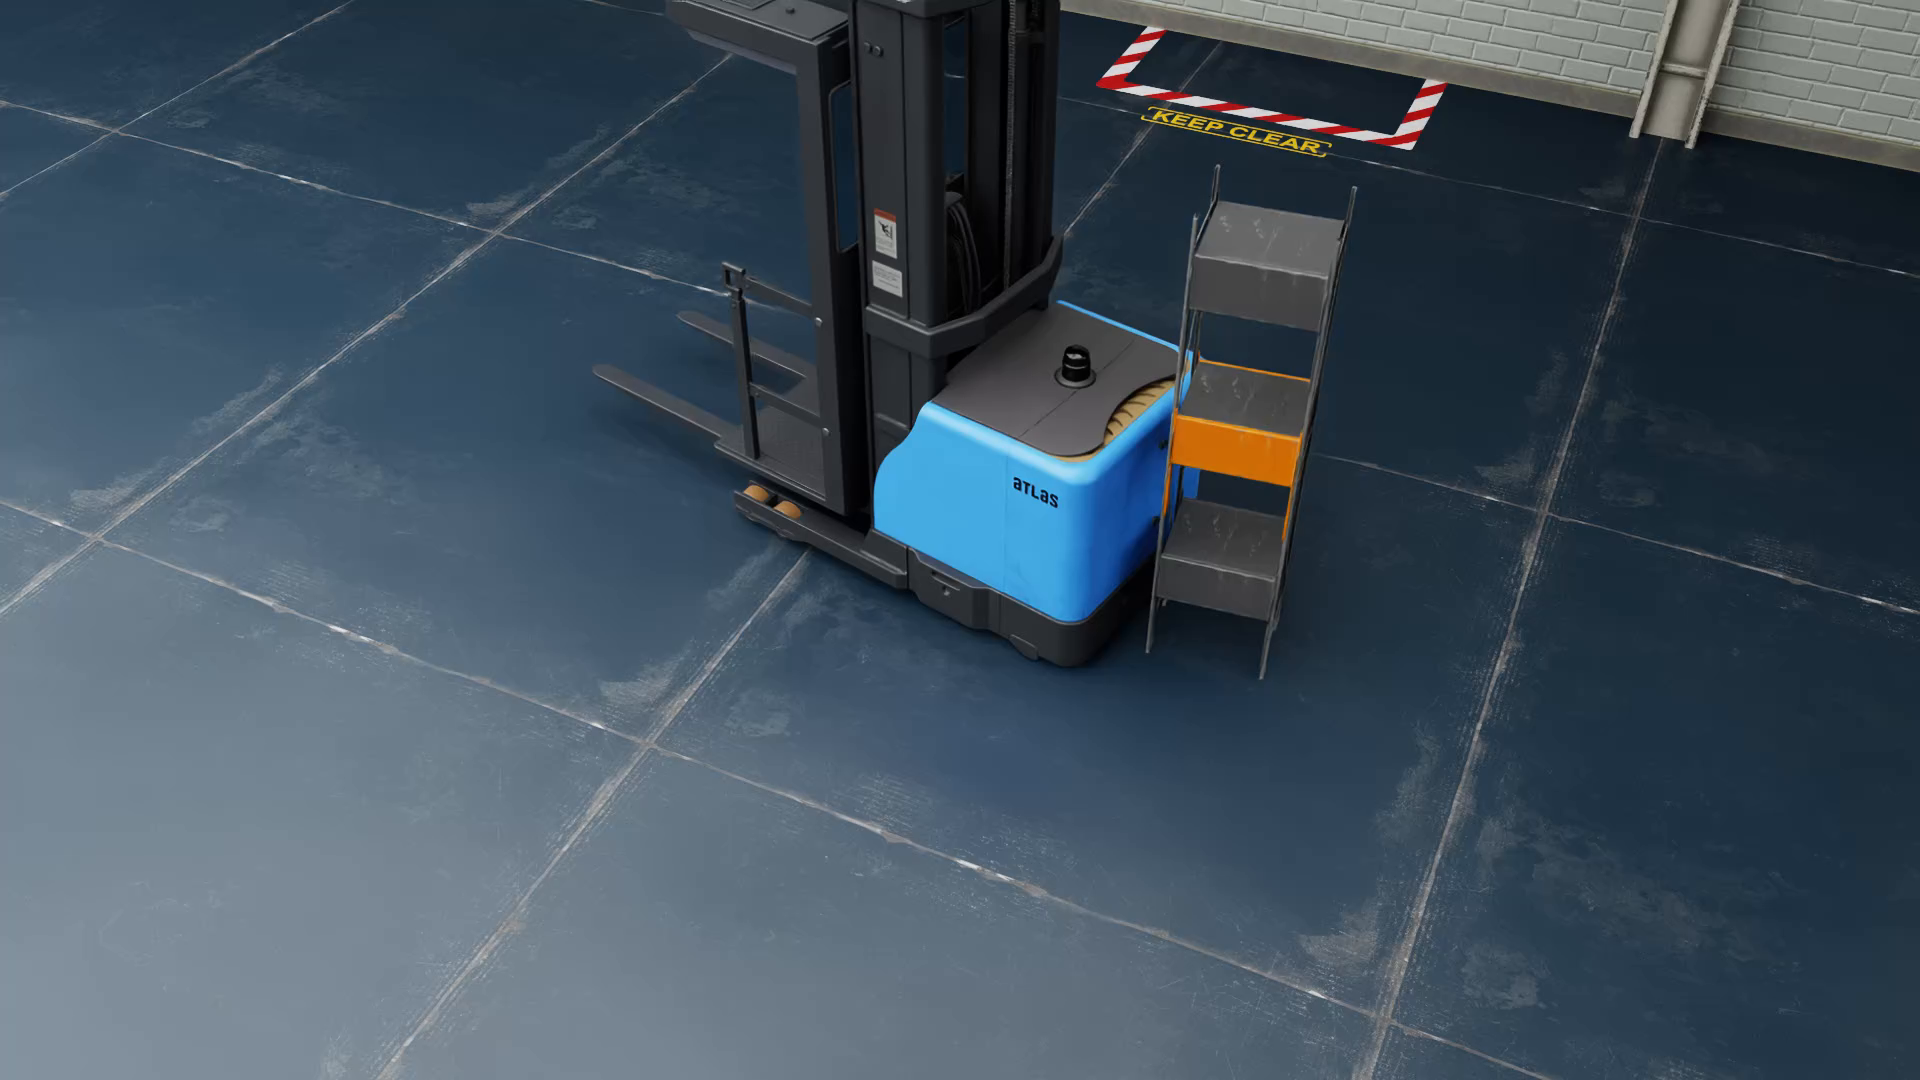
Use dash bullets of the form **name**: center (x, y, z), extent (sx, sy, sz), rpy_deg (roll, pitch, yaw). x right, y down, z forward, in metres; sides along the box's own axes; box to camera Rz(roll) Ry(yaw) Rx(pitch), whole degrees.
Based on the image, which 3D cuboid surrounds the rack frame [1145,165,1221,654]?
- **rack frame**: center (0.863, -0.432, 6.525), extent (0.015, 2.100, 0.400), rpy_deg (12, 42, 13)

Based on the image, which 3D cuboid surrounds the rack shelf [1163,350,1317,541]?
- **rack shelf**: center (1.094, -0.370, 6.477), extent (0.480, 0.518, 0.431), rpy_deg (12, 42, 13)

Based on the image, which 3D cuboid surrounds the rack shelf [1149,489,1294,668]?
- **rack shelf**: center (1.091, 0.158, 6.936), extent (0.480, 0.518, 0.431), rpy_deg (12, 42, 13)

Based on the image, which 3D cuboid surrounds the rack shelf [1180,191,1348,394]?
- **rack shelf**: center (1.098, -0.899, 6.018), extent (0.480, 0.518, 0.431), rpy_deg (12, 42, 13)

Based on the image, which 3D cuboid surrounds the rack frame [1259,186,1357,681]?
- **rack frame**: center (1.326, -0.330, 6.411), extent (0.015, 2.100, 0.400), rpy_deg (12, 42, 13)

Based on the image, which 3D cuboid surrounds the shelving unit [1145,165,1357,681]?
- **shelving unit**: center (1.094, -0.381, 6.468), extent (0.503, 2.100, 0.431), rpy_deg (12, 42, 13)

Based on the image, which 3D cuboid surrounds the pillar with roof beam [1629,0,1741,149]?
- **pillar with roof beam**: center (2.689, -3.455, 4.750), extent (0.400, 9.000, 9.100), rpy_deg (17, 44, 19)

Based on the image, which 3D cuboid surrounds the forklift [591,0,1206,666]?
- **forklift**: center (-0.427, -1.369, 6.976), extent (3.031, 2.935, 1.130), rpy_deg (26, 47, 27)
